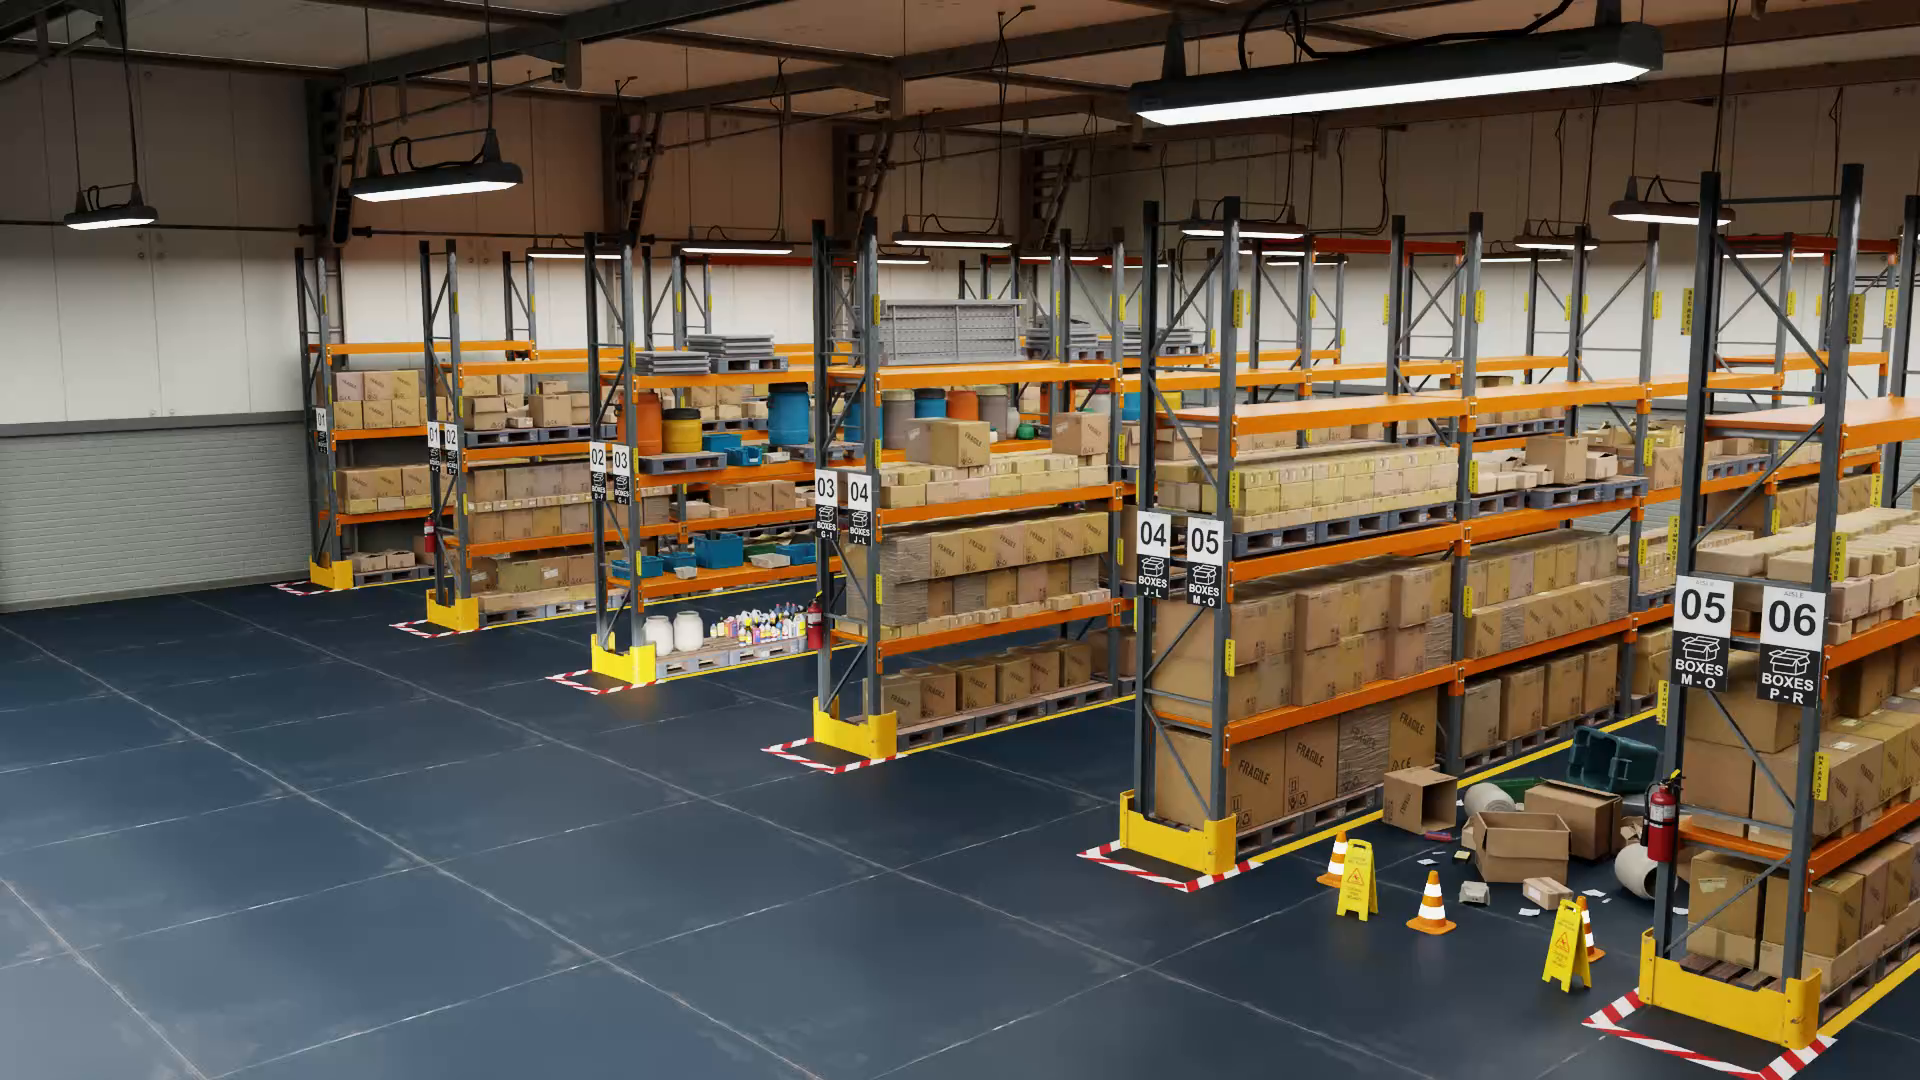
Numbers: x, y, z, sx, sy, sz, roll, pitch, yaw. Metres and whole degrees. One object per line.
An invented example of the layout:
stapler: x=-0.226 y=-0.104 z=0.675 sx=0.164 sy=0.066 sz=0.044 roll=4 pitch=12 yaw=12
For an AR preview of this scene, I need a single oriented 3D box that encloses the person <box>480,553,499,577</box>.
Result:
person: x=-8.024 y=0.111 z=28.561 sx=0.663 sy=1.757 sz=0.782 roll=5 pitch=10 yaw=31
